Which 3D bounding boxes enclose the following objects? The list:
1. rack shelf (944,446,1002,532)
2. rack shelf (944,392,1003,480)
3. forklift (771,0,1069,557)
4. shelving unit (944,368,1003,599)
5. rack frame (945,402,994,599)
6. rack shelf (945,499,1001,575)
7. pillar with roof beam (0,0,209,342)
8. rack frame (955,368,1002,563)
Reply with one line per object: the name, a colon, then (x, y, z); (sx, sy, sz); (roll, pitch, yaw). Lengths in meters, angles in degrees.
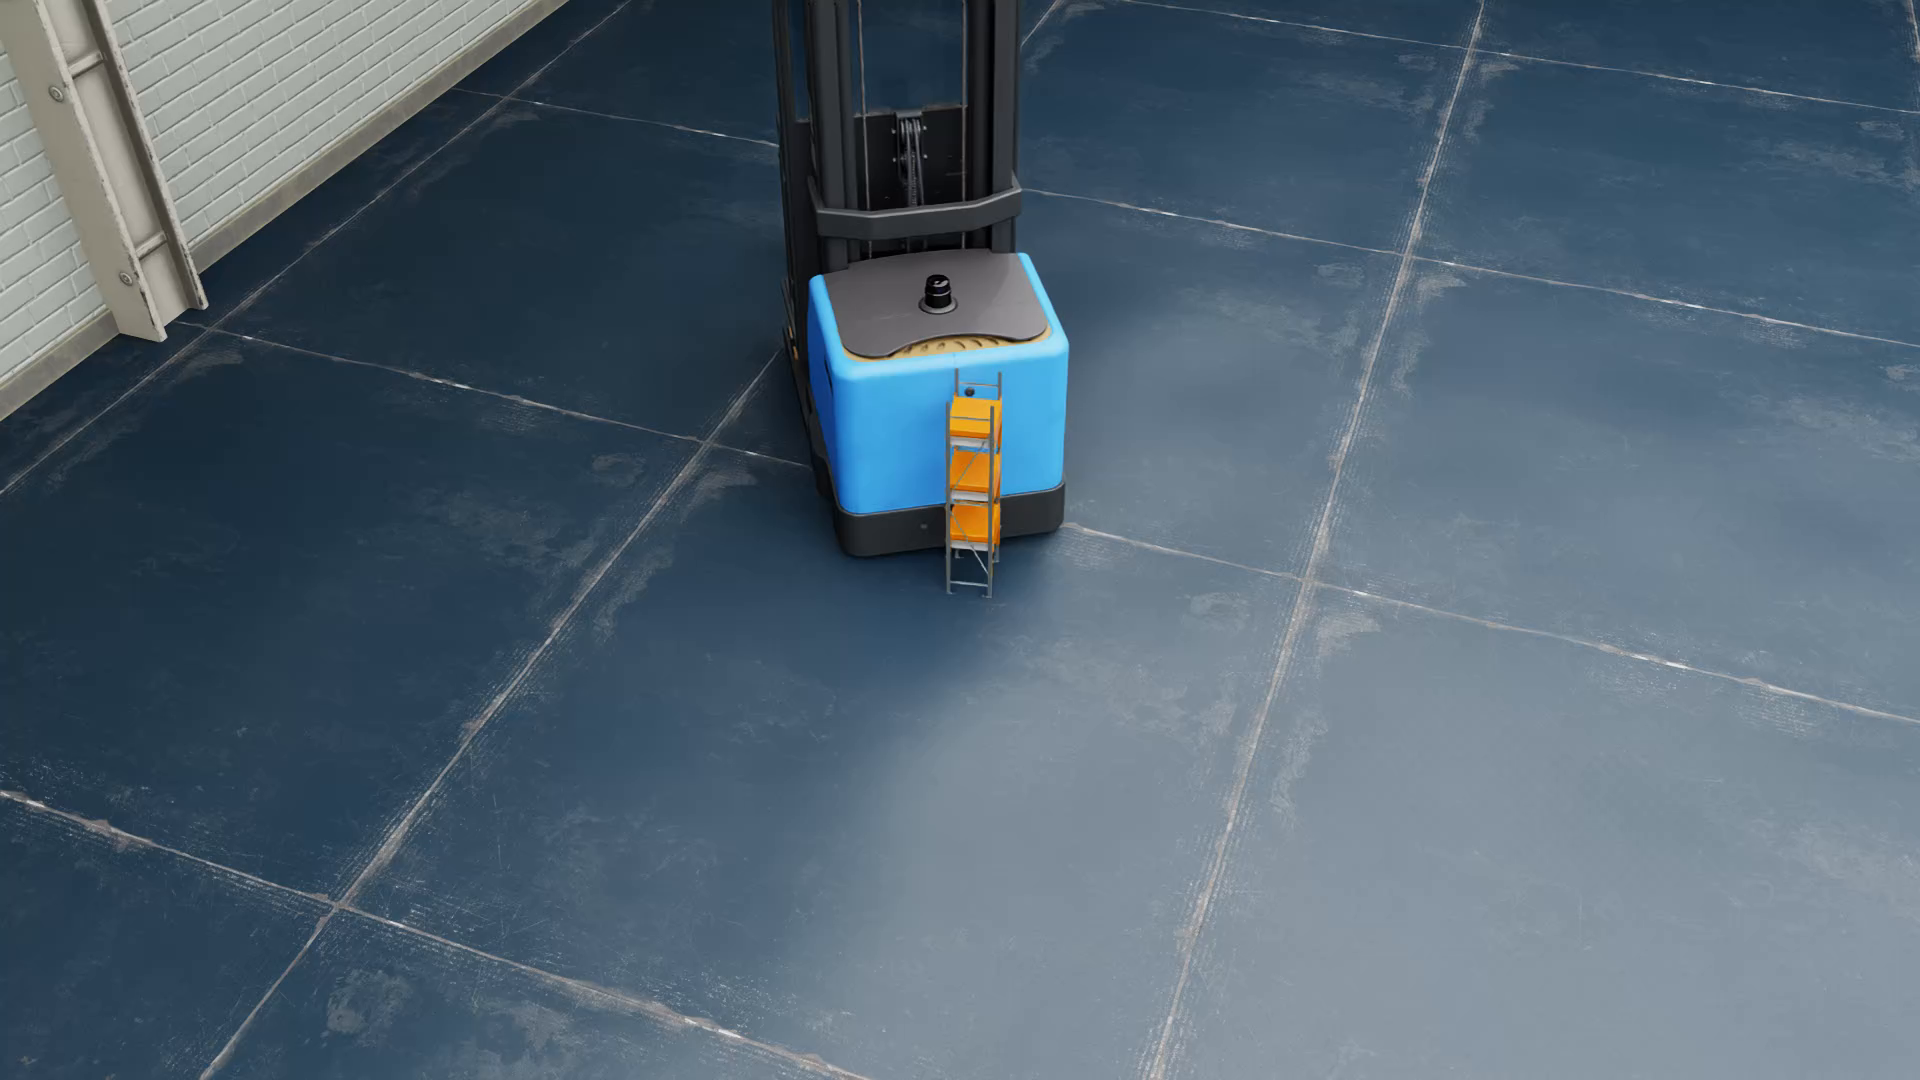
rack shelf: (0.058, -0.221, 7.170); (0.215, 0.259, 0.240); (6, 41, 7)
rack shelf: (0.058, -0.436, 6.985); (0.215, 0.259, 0.240); (6, 41, 7)
forklift: (-0.324, -2.003, 7.793); (1.130, 2.935, 3.031); (-8, 41, -9)
shelving unit: (0.058, -0.229, 7.163); (0.215, 1.050, 0.252); (6, 41, 7)
rack frame: (0.040, -0.150, 7.071); (0.200, 1.050, 0.008); (6, 41, 7)
rack shelf: (0.058, -0.009, 7.350); (0.215, 0.259, 0.240); (6, 41, 7)
pillar with roof beam: (-0.333, -3.687, 5.092); (9.100, 9.000, 0.400); (13, 42, 15)
rack frame: (0.077, -0.307, 7.254); (0.200, 1.050, 0.008); (6, 41, 7)
